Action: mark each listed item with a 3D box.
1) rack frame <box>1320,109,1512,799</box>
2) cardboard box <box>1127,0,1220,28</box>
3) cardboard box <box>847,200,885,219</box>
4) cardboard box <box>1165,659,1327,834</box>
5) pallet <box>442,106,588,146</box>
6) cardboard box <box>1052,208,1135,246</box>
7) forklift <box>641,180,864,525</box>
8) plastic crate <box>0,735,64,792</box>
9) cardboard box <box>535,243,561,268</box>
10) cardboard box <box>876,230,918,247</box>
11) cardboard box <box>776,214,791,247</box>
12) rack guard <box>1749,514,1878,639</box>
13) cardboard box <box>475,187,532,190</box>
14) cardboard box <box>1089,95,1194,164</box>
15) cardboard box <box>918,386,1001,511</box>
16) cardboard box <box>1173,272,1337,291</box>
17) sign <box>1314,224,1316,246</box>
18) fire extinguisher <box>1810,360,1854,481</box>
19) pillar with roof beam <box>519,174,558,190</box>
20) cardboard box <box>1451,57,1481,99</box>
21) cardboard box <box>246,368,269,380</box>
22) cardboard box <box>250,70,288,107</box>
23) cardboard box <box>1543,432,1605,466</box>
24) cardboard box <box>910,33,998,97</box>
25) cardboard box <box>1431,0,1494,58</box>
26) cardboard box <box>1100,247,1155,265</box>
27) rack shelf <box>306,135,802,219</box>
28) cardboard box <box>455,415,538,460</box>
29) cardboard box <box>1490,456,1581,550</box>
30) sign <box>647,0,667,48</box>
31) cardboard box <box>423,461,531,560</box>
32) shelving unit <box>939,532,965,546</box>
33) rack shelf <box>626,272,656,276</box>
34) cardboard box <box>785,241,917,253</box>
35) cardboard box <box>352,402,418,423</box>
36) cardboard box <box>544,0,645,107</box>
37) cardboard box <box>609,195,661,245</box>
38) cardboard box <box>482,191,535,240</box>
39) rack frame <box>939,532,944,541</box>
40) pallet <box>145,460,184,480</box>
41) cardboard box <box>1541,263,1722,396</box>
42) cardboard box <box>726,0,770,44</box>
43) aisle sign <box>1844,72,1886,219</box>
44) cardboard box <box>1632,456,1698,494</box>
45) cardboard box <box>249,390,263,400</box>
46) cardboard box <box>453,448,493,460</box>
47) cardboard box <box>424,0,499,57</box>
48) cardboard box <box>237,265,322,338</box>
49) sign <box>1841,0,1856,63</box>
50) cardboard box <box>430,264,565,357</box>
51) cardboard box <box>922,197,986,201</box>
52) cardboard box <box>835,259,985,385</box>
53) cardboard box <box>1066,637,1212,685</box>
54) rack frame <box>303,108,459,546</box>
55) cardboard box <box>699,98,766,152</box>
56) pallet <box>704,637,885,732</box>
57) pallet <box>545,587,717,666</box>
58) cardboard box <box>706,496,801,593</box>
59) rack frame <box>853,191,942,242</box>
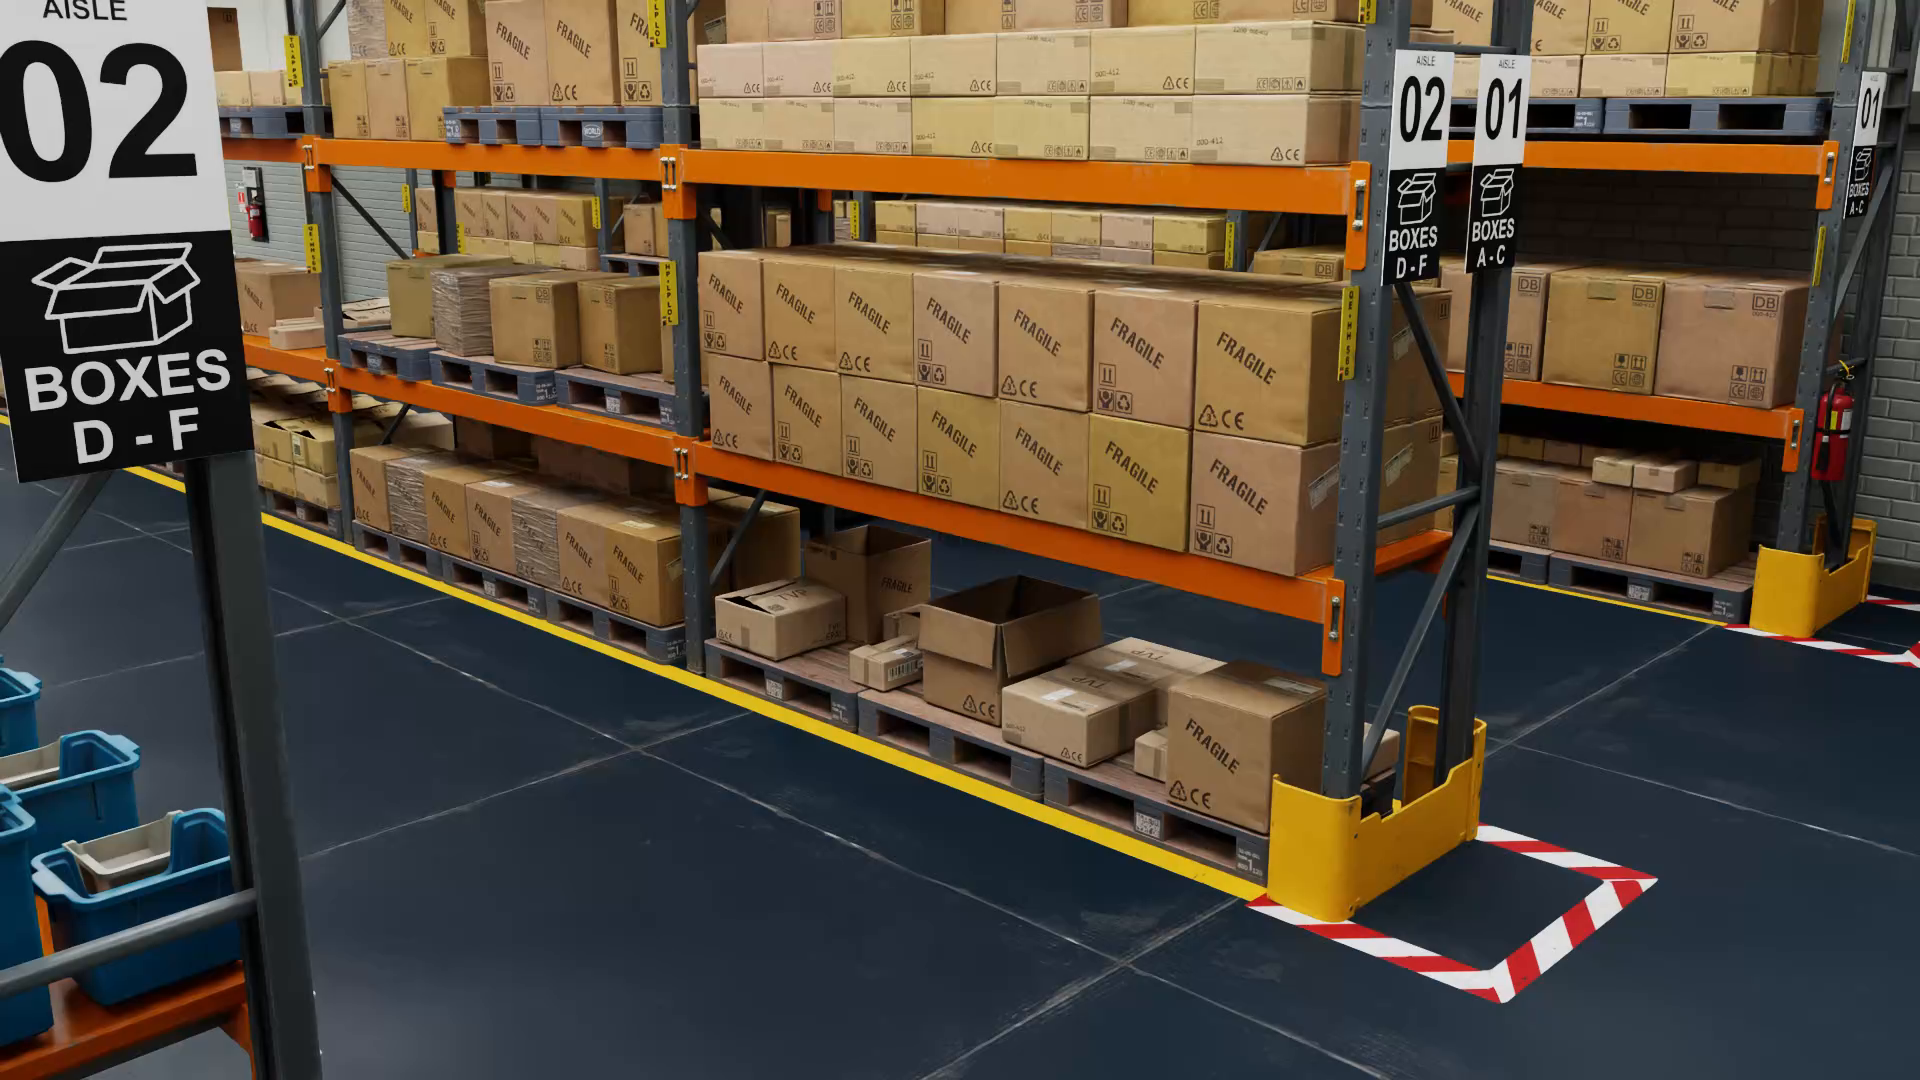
[{"bbox_3d":[1.765,-0.109,6.401,0.127,3.000,1.000,14,20,42],"label":"rack frame"},{"bbox_3d":[1.082,-2.282,6.613,0.500,0.500,0.700,14,20,42],"label":"cardboard box"},{"bbox_3d":[-0.828,-3.039,15.289,0.250,0.149,0.380,11,18,35],"label":"cardboard box"},{"bbox_3d":[1.202,0.837,6.854,0.500,0.500,0.500,14,20,42],"label":"cardboard box"},{"bbox_3d":[-2.284,-2.477,9.915,1.003,0.211,1.213,14,20,42],"label":"pallet"},{"bbox_3d":[1.079,-2.489,13.222,0.500,0.250,0.500,-14,20,-43],"label":"cardboard box"},{"bbox_3d":[-1.762,-1.815,13.086,3.031,2.935,1.130,13,19,40],"label":"forklift"},{"bbox_3d":[-2.287,0.595,4.102,0.298,0.136,0.250,14,20,42],"label":"plastic crate"},{"bbox_3d":[-4.342,-3.163,18.378,0.500,0.250,0.500,14,20,42],"label":"cardboard box"},{"bbox_3d":[-0.387,-2.479,14.670,0.500,0.500,0.500,-14,20,-43],"label":"cardboard box"},{"bbox_3d":[-1.325,-2.843,15.825,0.500,0.500,0.700,11,18,37],"label":"cardboard box"},{"bbox_3d":[5.218,0.205,10.153,0.348,0.500,1.175,14,20,42],"label":"rack guard"},{"bbox_3d":[-5.475,-3.975,20.009,0.500,0.500,0.500,14,20,43],"label":"cardboard box"},{"bbox_3d":[0.860,-1.619,6.547,0.500,0.250,0.500,14,20,42],"label":"cardboard box"},{"bbox_3d":[0.160,-0.453,7.523,0.500,0.500,0.500,13,20,41],"label":"cardboard box"},{"bbox_3d":[1.247,-0.857,7.090,0.500,0.500,0.500,14,20,43],"label":"cardboard box"},{"bbox_3d":[2.705,-2.267,12.809,0.005,0.325,0.100,14,20,42],"label":"sign"},{"bbox_3d":[4.989,-0.681,9.488,0.183,0.674,0.296,14,20,42],"label":"fire extinguisher"},{"bbox_3d":[-8.201,-5.965,16.978,0.400,9.000,9.100,14,20,42],"label":"pillar with roof beam"},{"bbox_3d":[3.367,-2.990,10.777,0.500,0.250,0.500,13,19,41],"label":"cardboard box"},{"bbox_3d":[-6.383,-1.334,14.612,0.500,0.311,0.500,14,20,42],"label":"cardboard box"},{"bbox_3d":[-4.750,-3.249,11.967,0.500,0.250,0.500,-14,20,-43],"label":"cardboard box"},{"bbox_3d":[4.127,-0.612,11.169,0.250,0.149,0.380,14,20,43],"label":"cardboard box"},{"bbox_3d":[0.136,-2.035,7.151,0.500,0.250,0.500,14,20,42],"label":"cardboard box"},{"bbox_3d":[3.373,-3.352,10.678,0.500,0.500,0.500,14,20,43],"label":"cardboard box"},{"bbox_3d":[1.440,-2.033,12.959,0.500,0.500,0.500,14,20,43],"label":"cardboard box"},{"bbox_3d":[-2.554,-2.262,10.143,4.000,0.370,1.077,14,20,42],"label":"rack shelf"},{"bbox_3d":[-3.115,-0.745,11.440,0.500,0.250,0.500,-14,20,-42],"label":"cardboard box"},{"bbox_3d":[3.904,-0.282,11.190,0.500,0.500,0.700,13,19,40],"label":"cardboard box"},{"bbox_3d":[-1.497,-2.600,8.206,0.005,0.325,0.100,14,20,42],"label":"sign"},{"bbox_3d":[-3.127,-0.201,10.841,0.500,0.500,0.500,13,20,41],"label":"cardboard box"},{"bbox_3d":[0.006,-0.434,11.813,0.210,0.900,0.258,14,20,42],"label":"shelving unit"},{"bbox_3d":[-1.998,-2.411,16.662,4.000,0.370,1.077,14,20,42],"label":"rack shelf"},{"bbox_3d":[-0.571,-1.300,8.790,0.500,0.500,0.500,14,20,42],"label":"cardboard box"},{"bbox_3d":[-4.551,-0.888,12.901,0.500,0.311,0.500,13,19,41],"label":"cardboard box"},{"bbox_3d":[-1.923,-2.775,9.454,0.600,0.600,0.600,13,20,42],"label":"cardboard box"},{"bbox_3d":[-3.631,-3.529,18.297,0.500,0.500,0.500,13,19,41],"label":"cardboard box"},{"bbox_3d":[-5.086,-3.703,18.964,0.500,0.500,0.500,-14,20,-42],"label":"cardboard box"},{"bbox_3d":[-0.067,-0.452,11.881,0.006,0.900,0.240,14,20,42],"label":"rack frame"},{"bbox_3d":[-6.316,-0.738,14.345,1.213,0.211,1.003,14,20,42],"label":"pallet"},{"bbox_3d":[4.295,-1.367,10.633,0.700,0.700,0.980,13,20,42],"label":"cardboard box"},{"bbox_3d":[-0.738,-2.715,8.271,0.500,0.500,0.700,14,20,42],"label":"cardboard box"},{"bbox_3d":[5.044,-2.200,9.269,0.004,0.787,0.394,14,20,42],"label":"aisle sign"},{"bbox_3d":[4.408,-0.410,10.395,0.250,0.149,0.380,13,20,42],"label":"cardboard box"},{"bbox_3d":[-6.019,-1.057,13.546,0.500,0.311,0.500,13,19,40],"label":"cardboard box"},{"bbox_3d":[-3.158,-0.391,11.569,0.500,0.500,0.500,-14,20,-42],"label":"cardboard box"},{"bbox_3d":[-2.950,-3.237,10.275,0.500,0.500,0.500,14,20,42],"label":"cardboard box"},{"bbox_3d":[-5.213,-1.848,12.877,0.500,0.500,0.500,12,19,39],"label":"cardboard box"},{"bbox_3d":[4.814,-2.754,9.006,0.005,0.325,0.100,14,20,42],"label":"sign"},{"bbox_3d":[-2.937,-1.476,10.617,0.700,0.500,0.500,-10,18,-34],"label":"cardboard box"},{"bbox_3d":[-0.052,-2.941,14.957,0.500,0.250,0.500,-14,20,-43],"label":"cardboard box"},{"bbox_3d":[-0.229,-1.027,7.745,0.500,0.500,0.500,13,19,41],"label":"cardboard box"},{"bbox_3d":[0.850,0.687,7.927,0.500,0.250,0.500,14,20,42],"label":"cardboard box"},{"bbox_3d":[-3.994,-1.509,11.774,0.127,3.000,1.000,14,20,42],"label":"rack frame"},{"bbox_3d":[-0.936,-2.058,8.229,0.500,0.250,0.500,14,20,42],"label":"cardboard box"},{"bbox_3d":[-0.621,0.661,8.977,1.213,0.211,1.003,14,20,42],"label":"pallet"},{"bbox_3d":[-1.727,0.405,9.959,1.213,0.211,1.003,14,20,42],"label":"pallet"},{"bbox_3d":[-1.294,0.059,9.842,0.500,0.500,0.500,13,19,40],"label":"cardboard box"},{"bbox_3d":[-0.559,-2.409,15.228,0.127,3.000,1.000,14,20,42],"label":"rack frame"}]
